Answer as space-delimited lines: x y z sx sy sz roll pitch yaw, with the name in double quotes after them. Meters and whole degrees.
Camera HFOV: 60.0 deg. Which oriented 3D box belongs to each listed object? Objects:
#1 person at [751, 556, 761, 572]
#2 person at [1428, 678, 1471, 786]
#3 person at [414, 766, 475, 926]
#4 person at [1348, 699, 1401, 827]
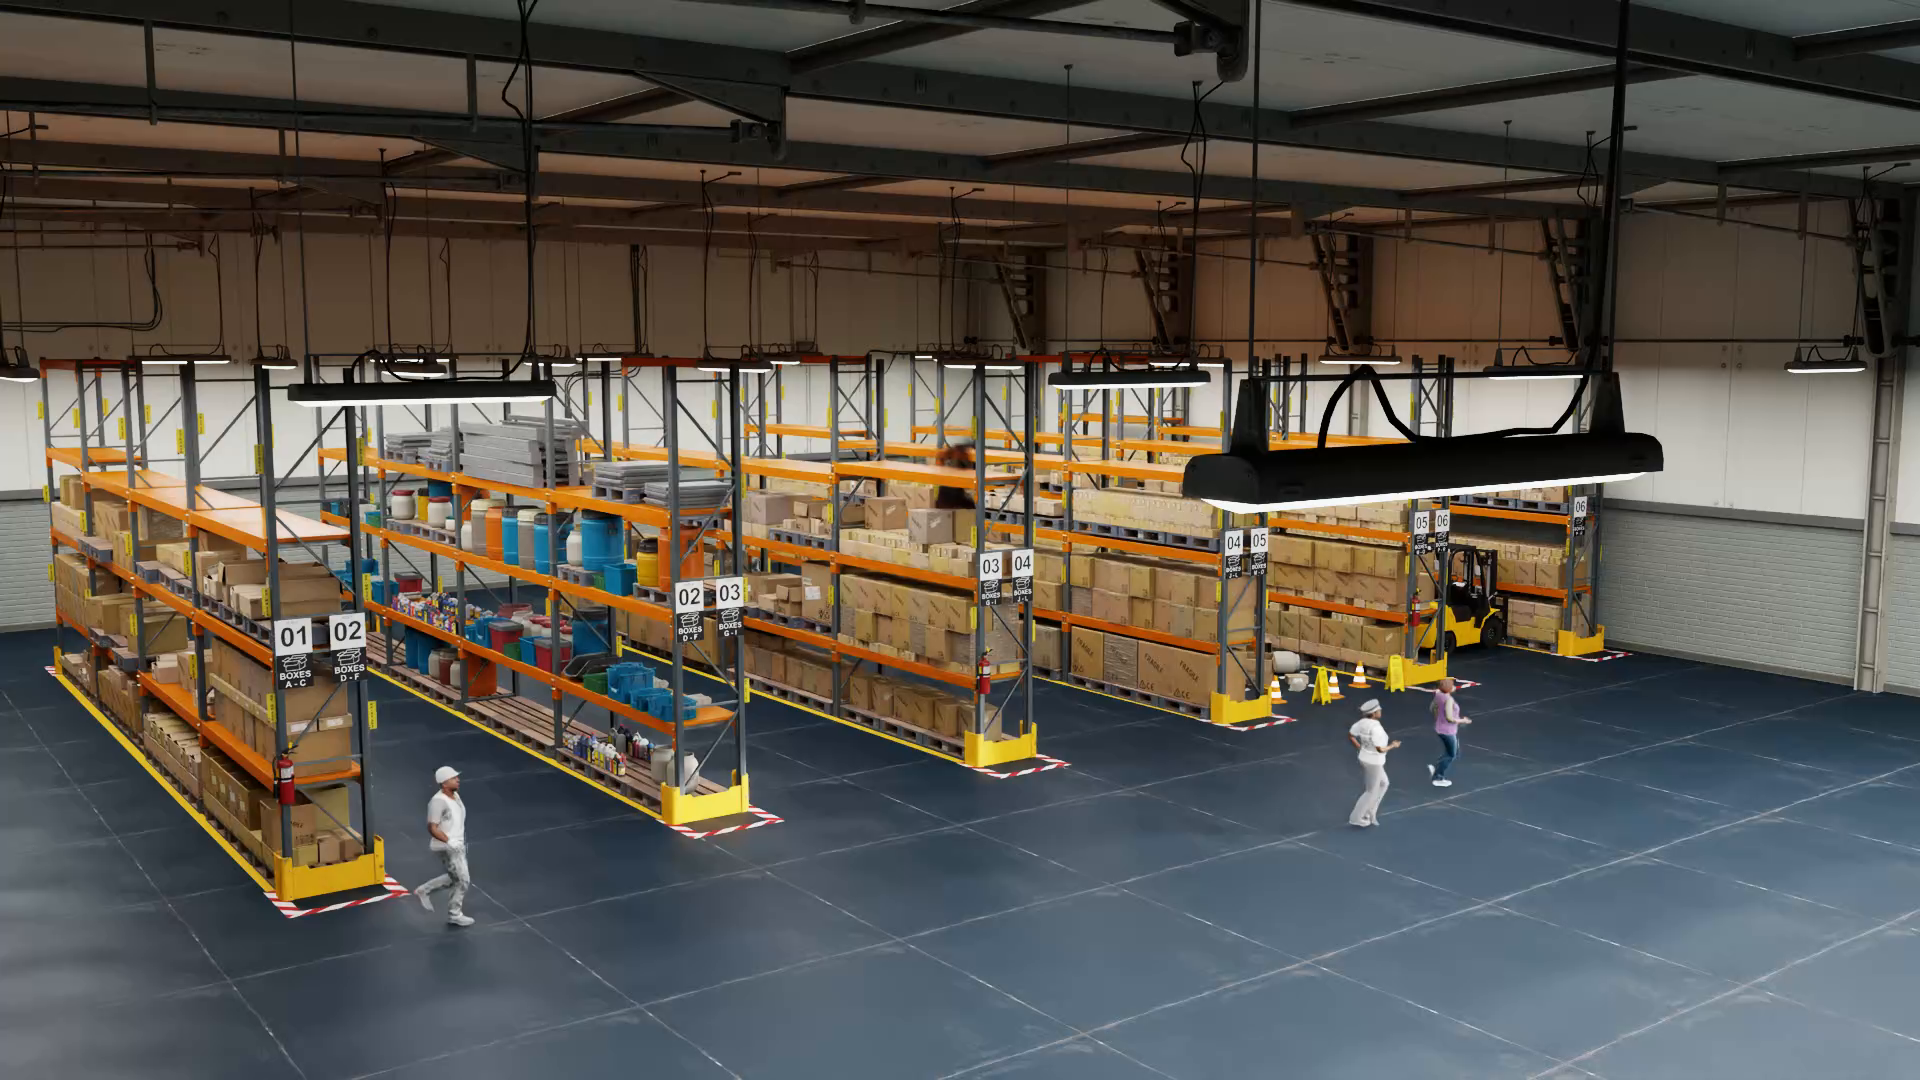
-5.082 0.433 42.010 0.624 1.746 0.686 -5 9 -36 "person"
6.958 2.728 23.625 0.536 1.545 0.526 0 7 -1 "person"
-5.628 3.313 18.062 0.659 1.744 0.717 -1 7 -5 "person"
5.377 2.914 21.603 0.665 1.731 0.555 -1 7 -7 "person"
